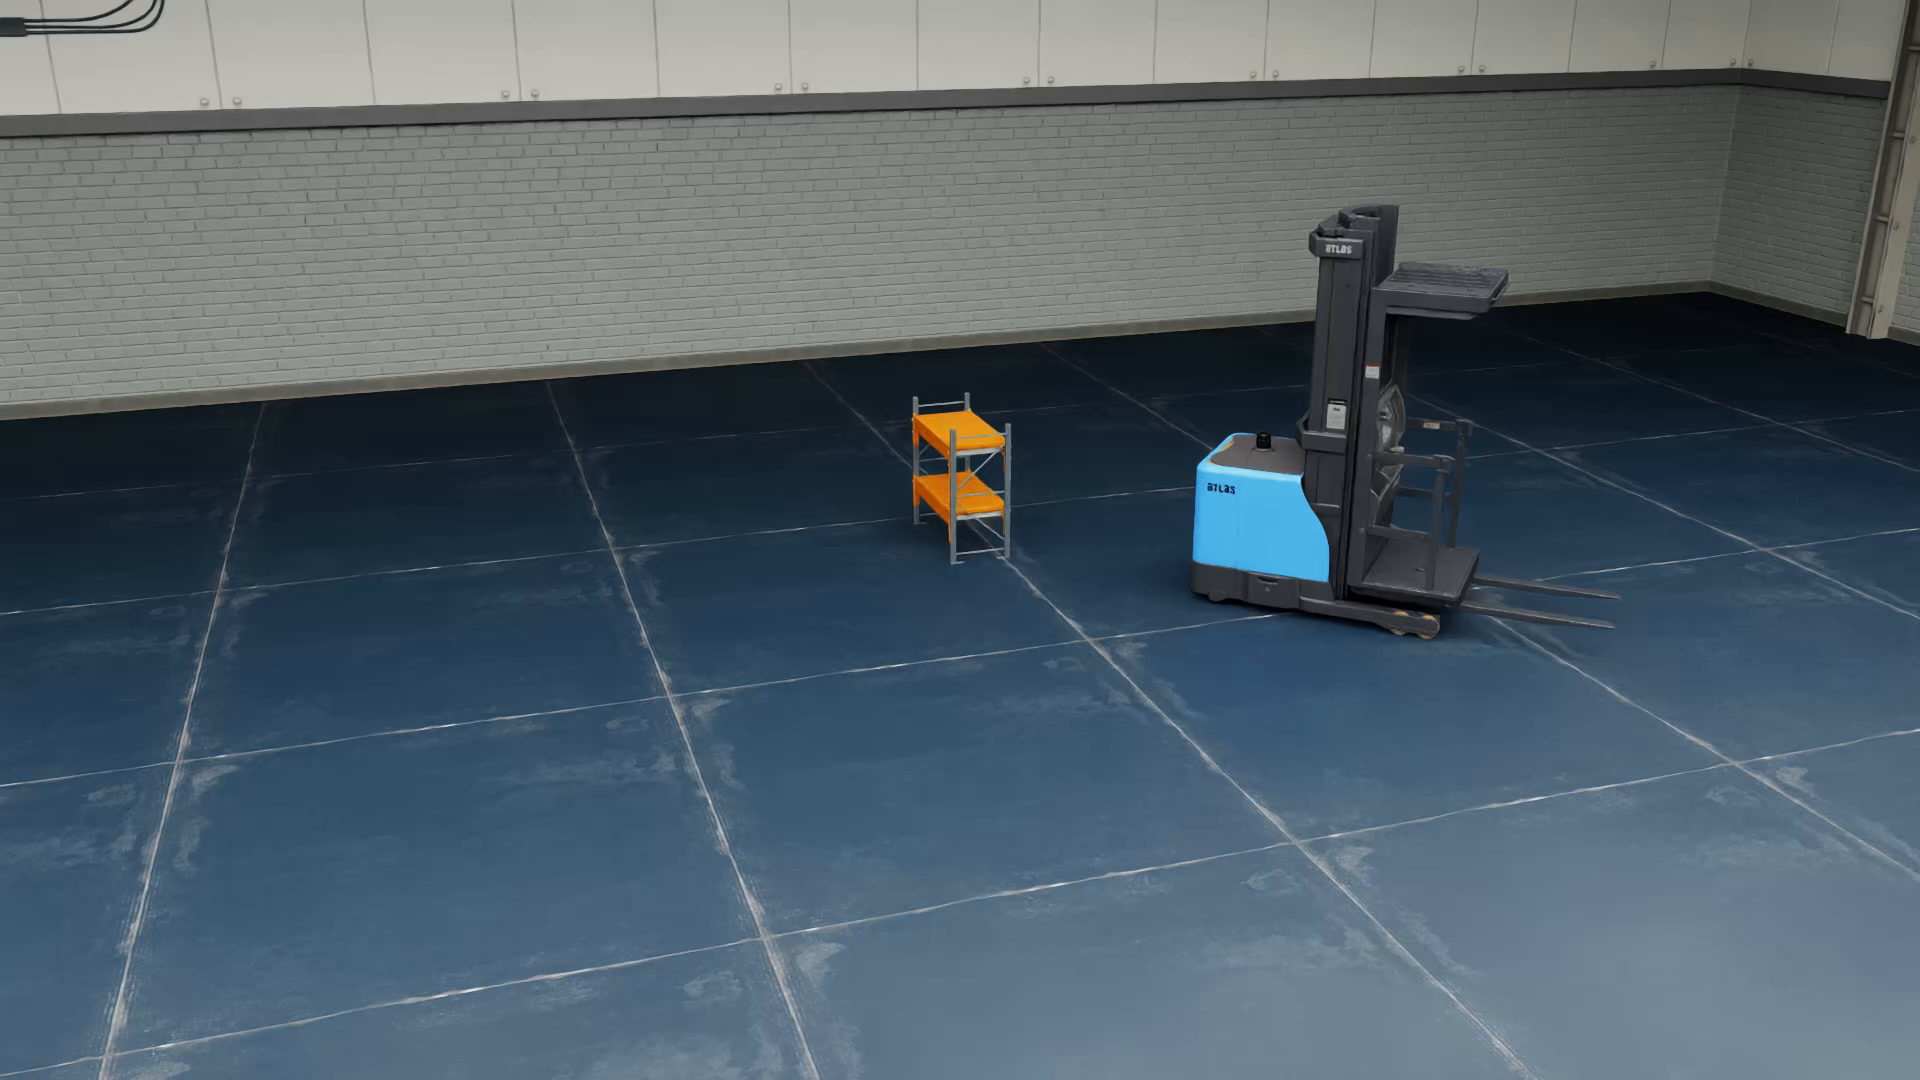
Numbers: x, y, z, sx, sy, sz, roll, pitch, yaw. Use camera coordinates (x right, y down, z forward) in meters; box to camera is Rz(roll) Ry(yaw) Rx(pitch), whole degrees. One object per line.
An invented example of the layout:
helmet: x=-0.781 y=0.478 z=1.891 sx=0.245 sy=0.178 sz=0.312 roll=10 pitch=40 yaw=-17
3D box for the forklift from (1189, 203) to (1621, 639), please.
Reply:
forklift: x=3.307 y=-0.873 z=12.011 sx=3.031 sy=2.935 sz=1.130 roll=9 pitch=22 yaw=23

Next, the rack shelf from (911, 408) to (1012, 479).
rack shelf: x=0.002 y=-0.803 z=13.621 sx=0.538 sy=0.278 sz=1.000 roll=-6 pitch=21 yaw=-17

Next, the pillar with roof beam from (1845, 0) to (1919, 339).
pillar with roof beam: x=7.461 y=-6.386 z=18.384 sx=9.100 sy=9.000 sz=0.400 roll=-6 pitch=21 yaw=-17

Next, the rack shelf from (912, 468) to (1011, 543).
rack shelf: x=0.002 y=-0.297 z=13.803 sx=0.538 sy=0.278 sz=1.000 roll=-6 pitch=21 yaw=-17

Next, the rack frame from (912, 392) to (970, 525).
rack frame: x=-0.158 y=-0.690 z=14.174 sx=0.500 sy=1.125 sz=0.032 roll=-6 pitch=21 yaw=-17

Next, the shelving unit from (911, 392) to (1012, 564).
shelving unit: x=0.002 y=-0.527 z=13.720 sx=0.538 sy=1.125 sz=1.048 roll=-6 pitch=21 yaw=-17

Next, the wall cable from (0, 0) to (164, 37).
wall cable: x=-9.009 y=-7.187 z=15.582 sx=2.305 sy=6.003 sz=0.169 roll=-6 pitch=21 yaw=-17

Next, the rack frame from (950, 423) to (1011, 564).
rack frame: x=0.162 y=-0.364 z=13.266 sx=0.500 sy=1.125 sz=0.032 roll=-6 pitch=21 yaw=-17
